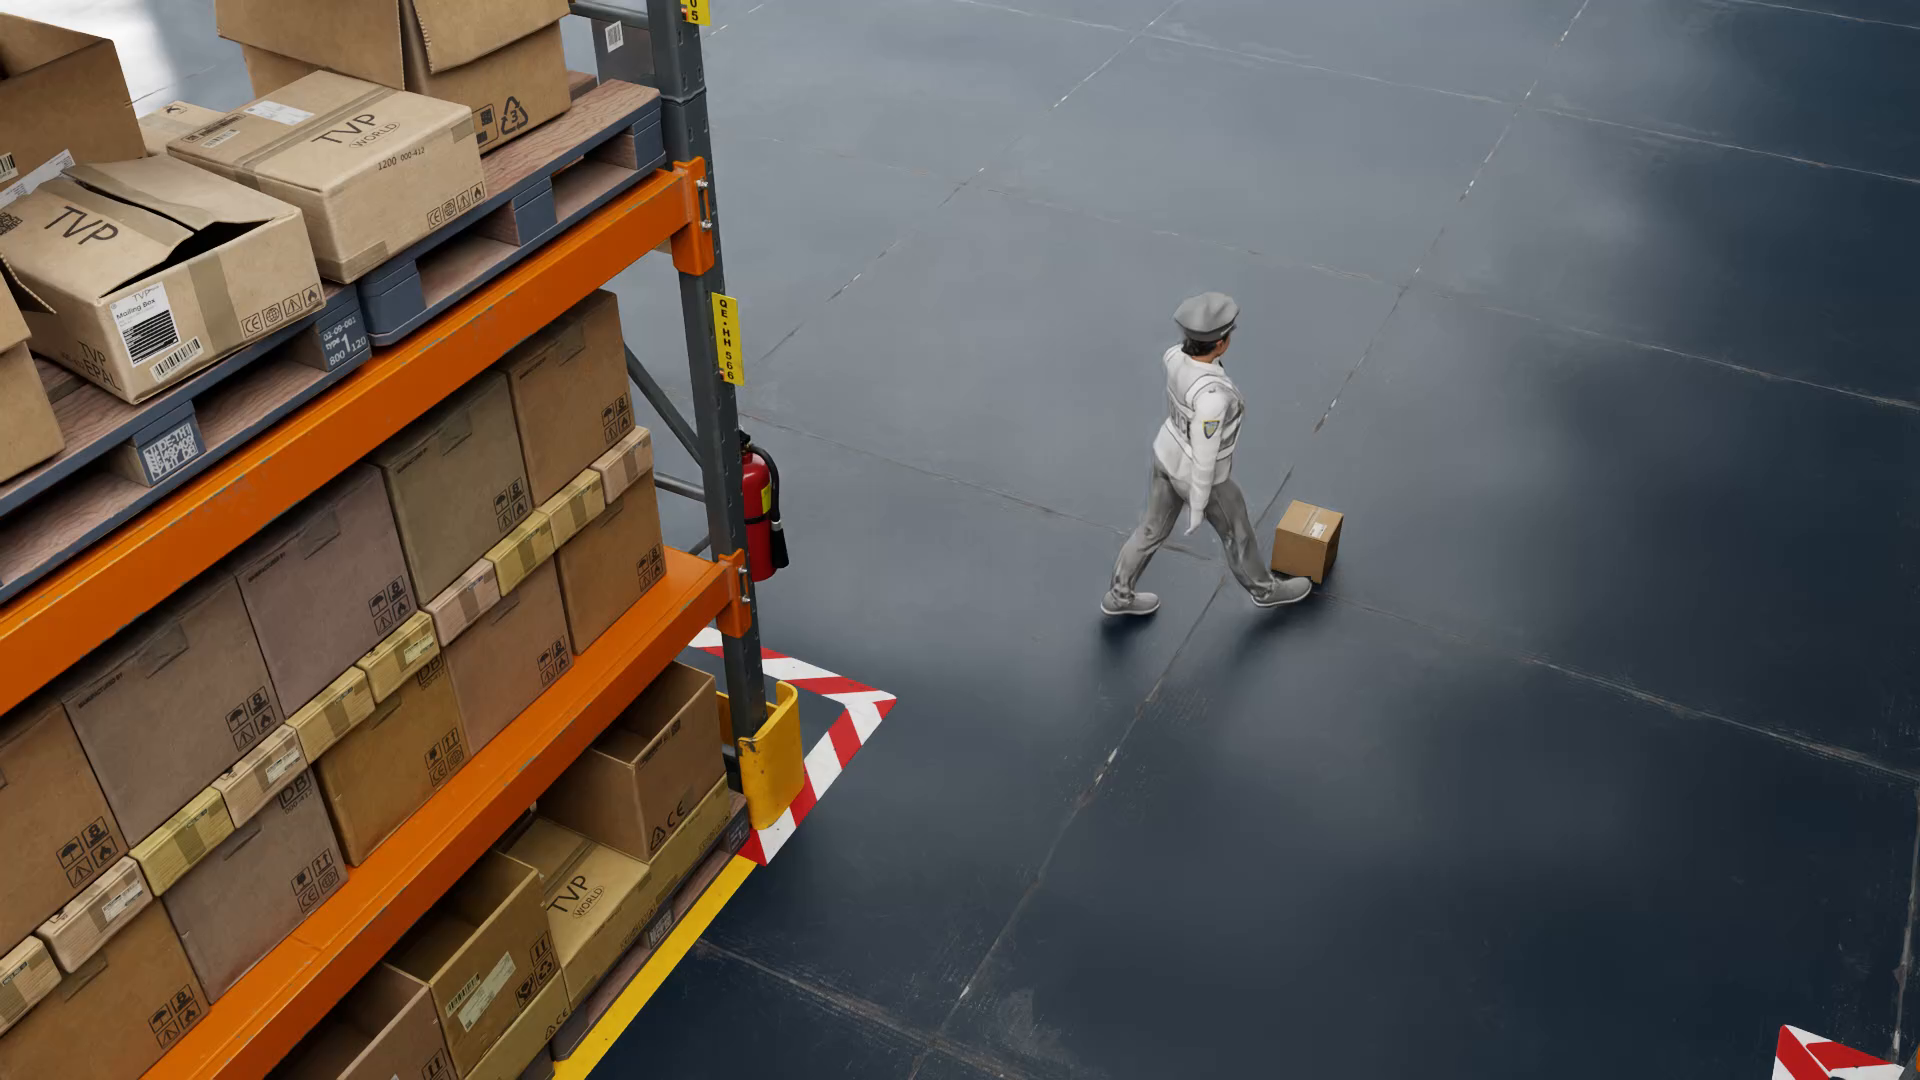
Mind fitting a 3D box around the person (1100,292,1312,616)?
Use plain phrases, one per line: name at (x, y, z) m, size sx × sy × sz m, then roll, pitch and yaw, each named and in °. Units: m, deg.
person at (1.122, -0.344, 7.174) m, size 0.954 × 1.622 × 0.529 m, roll -13°, pitch 40°, yaw -16°
